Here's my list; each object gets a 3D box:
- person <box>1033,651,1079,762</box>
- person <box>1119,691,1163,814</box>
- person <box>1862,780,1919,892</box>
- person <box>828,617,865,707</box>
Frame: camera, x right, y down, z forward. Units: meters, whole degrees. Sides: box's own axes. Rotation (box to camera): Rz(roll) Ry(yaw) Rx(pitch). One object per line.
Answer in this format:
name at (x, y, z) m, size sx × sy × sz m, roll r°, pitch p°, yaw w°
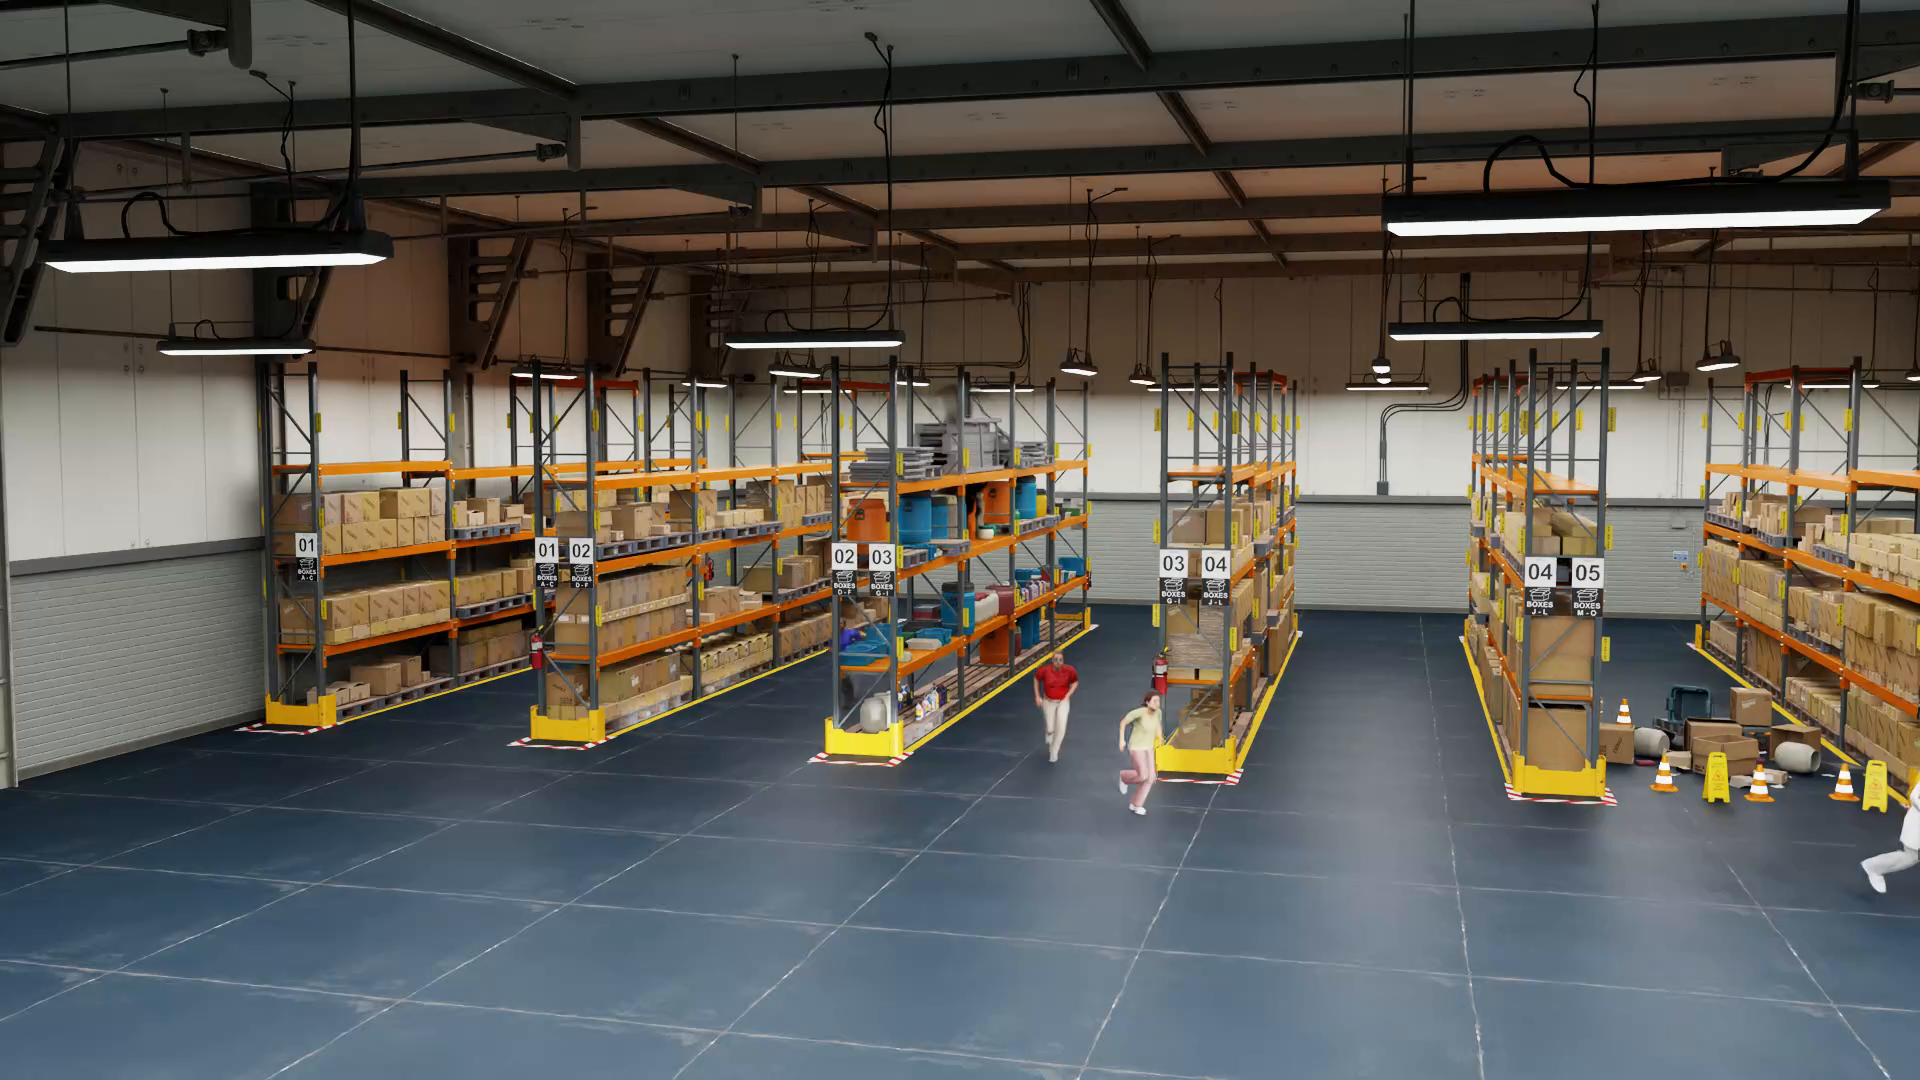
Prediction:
person at (1.419, 2.456, 24.801) m, size 0.646 × 1.669 × 0.790 m, roll 0°, pitch 4°, yaw -6°
person at (2.321, 2.715, 21.461) m, size 0.573 × 1.602 × 0.700 m, roll -3°, pitch 5°, yaw -38°
person at (9.891, 2.961, 17.163) m, size 0.744 × 1.737 × 1.088 m, roll -3°, pitch 5°, yaw -35°
person at (-2.014, 2.151, 29.160) m, size 0.616 × 1.603 × 0.665 m, roll 1°, pitch 4°, yaw 17°
